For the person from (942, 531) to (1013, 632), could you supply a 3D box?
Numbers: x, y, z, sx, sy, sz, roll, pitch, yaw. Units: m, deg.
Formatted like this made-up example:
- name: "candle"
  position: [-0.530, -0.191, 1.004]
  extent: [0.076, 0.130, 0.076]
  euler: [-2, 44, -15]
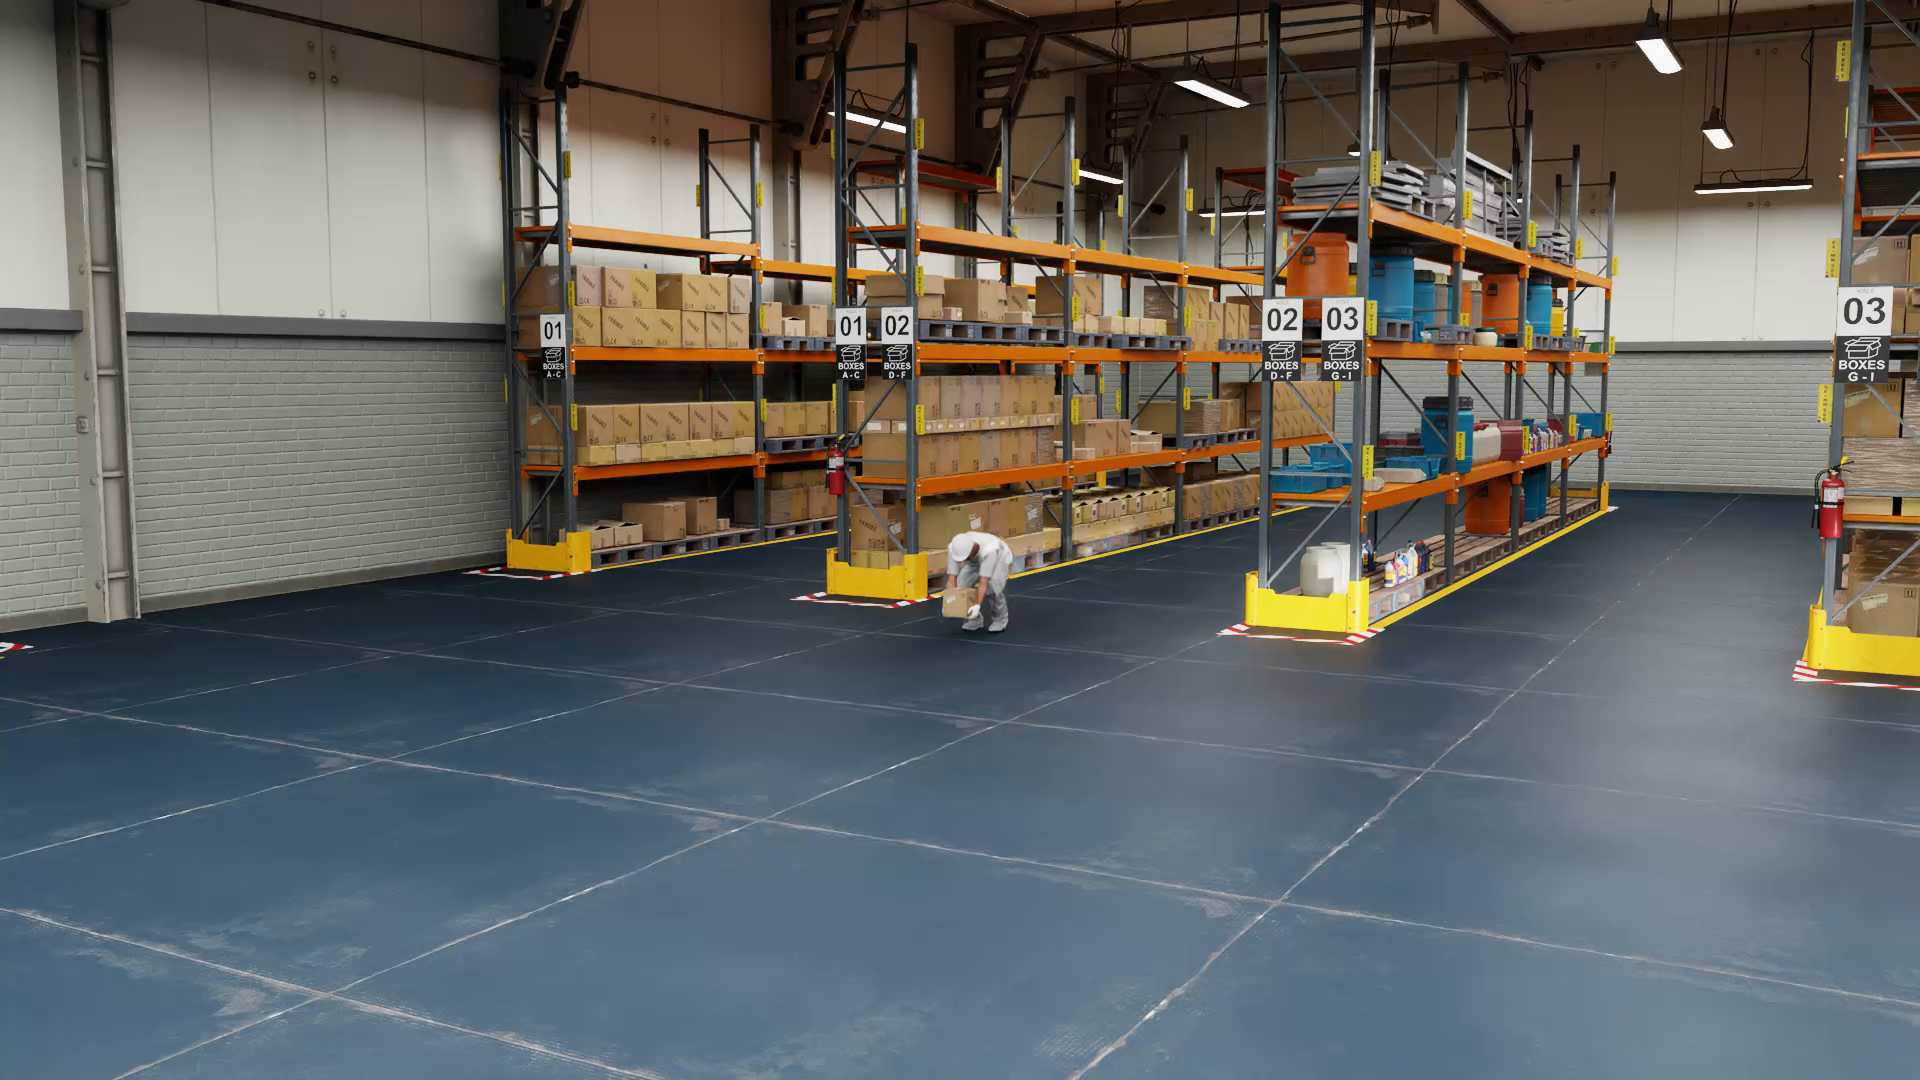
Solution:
- name: "person"
  position: [0.181, 0.397, 15.980]
  extent: [0.549, 0.995, 0.970]
  euler: [3, 7, 27]
